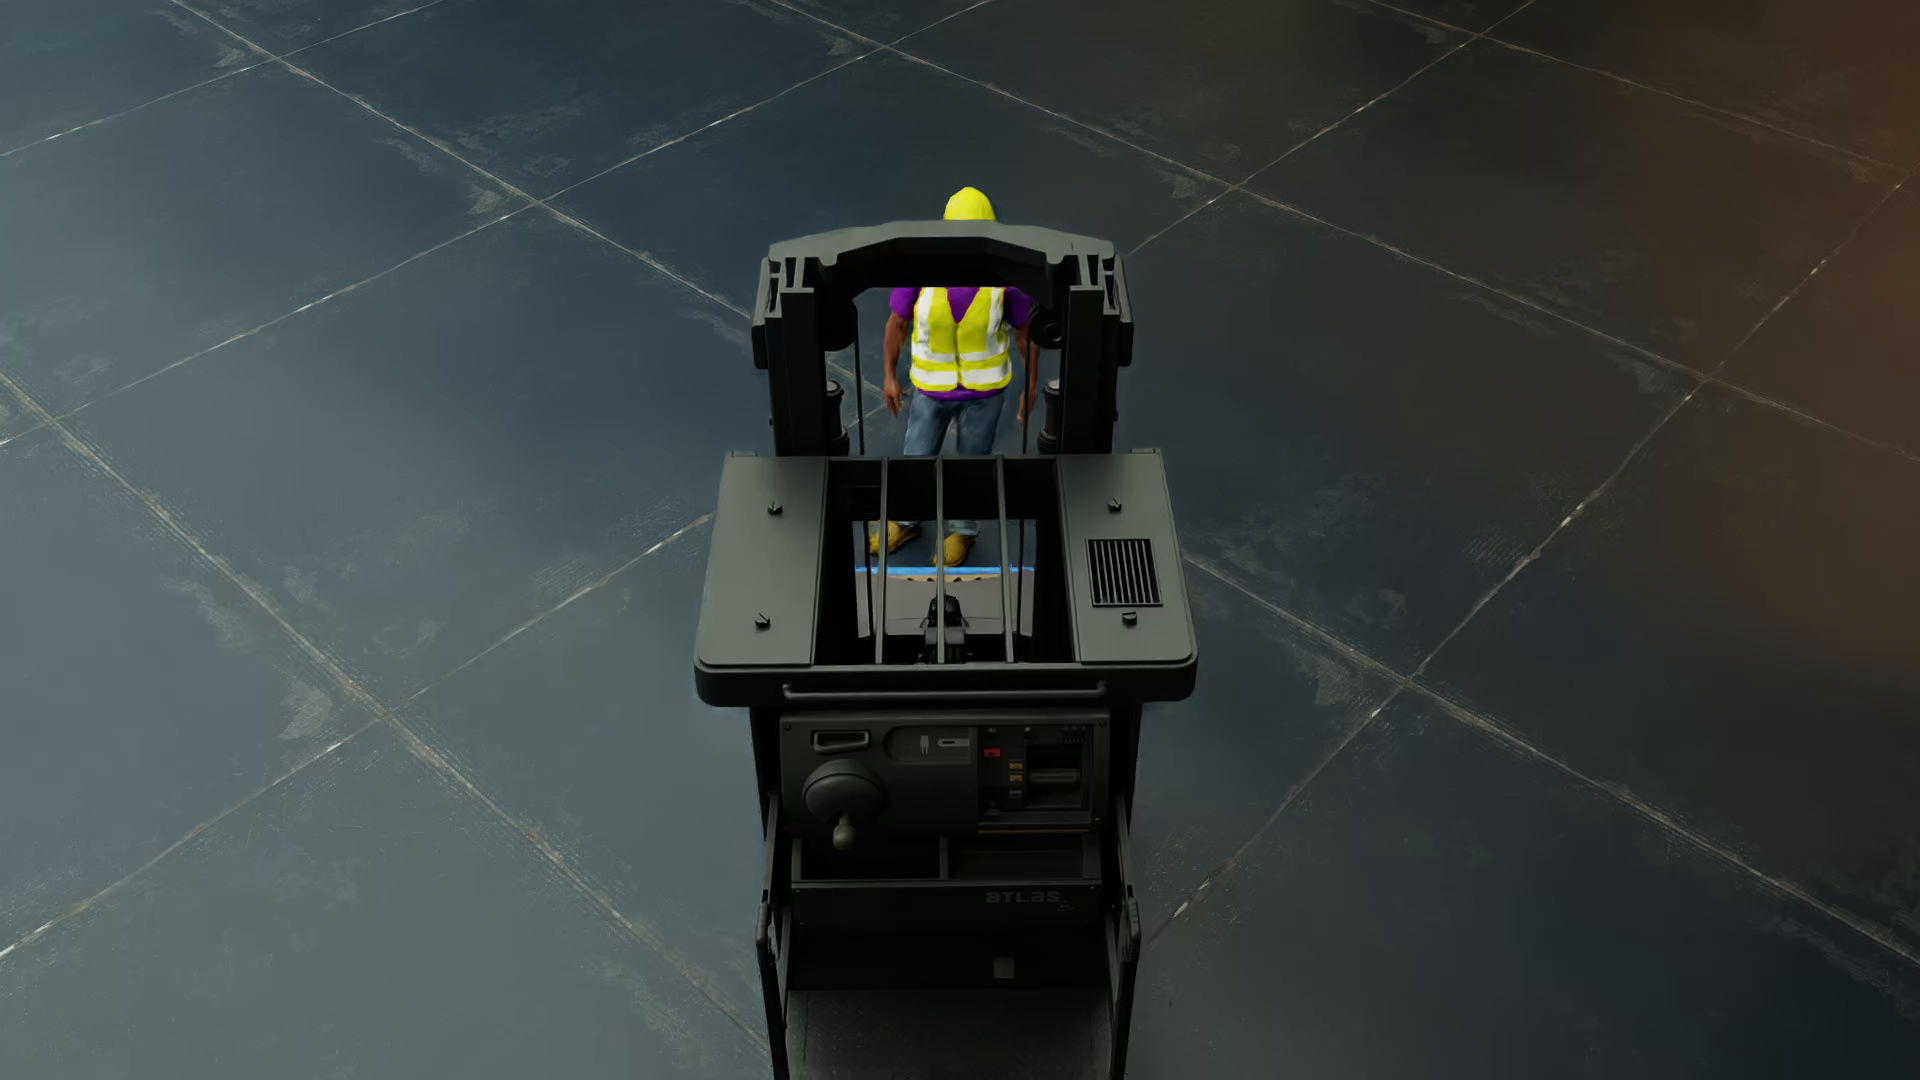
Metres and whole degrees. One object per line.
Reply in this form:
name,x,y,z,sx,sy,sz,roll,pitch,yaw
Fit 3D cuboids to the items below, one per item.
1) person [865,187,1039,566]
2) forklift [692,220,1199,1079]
person,-0.049,-0.666,7.093,0.765,1.768,0.444,0,41,0
forklift,-0.036,0.754,4.549,1.130,2.935,3.031,-1,41,-1
